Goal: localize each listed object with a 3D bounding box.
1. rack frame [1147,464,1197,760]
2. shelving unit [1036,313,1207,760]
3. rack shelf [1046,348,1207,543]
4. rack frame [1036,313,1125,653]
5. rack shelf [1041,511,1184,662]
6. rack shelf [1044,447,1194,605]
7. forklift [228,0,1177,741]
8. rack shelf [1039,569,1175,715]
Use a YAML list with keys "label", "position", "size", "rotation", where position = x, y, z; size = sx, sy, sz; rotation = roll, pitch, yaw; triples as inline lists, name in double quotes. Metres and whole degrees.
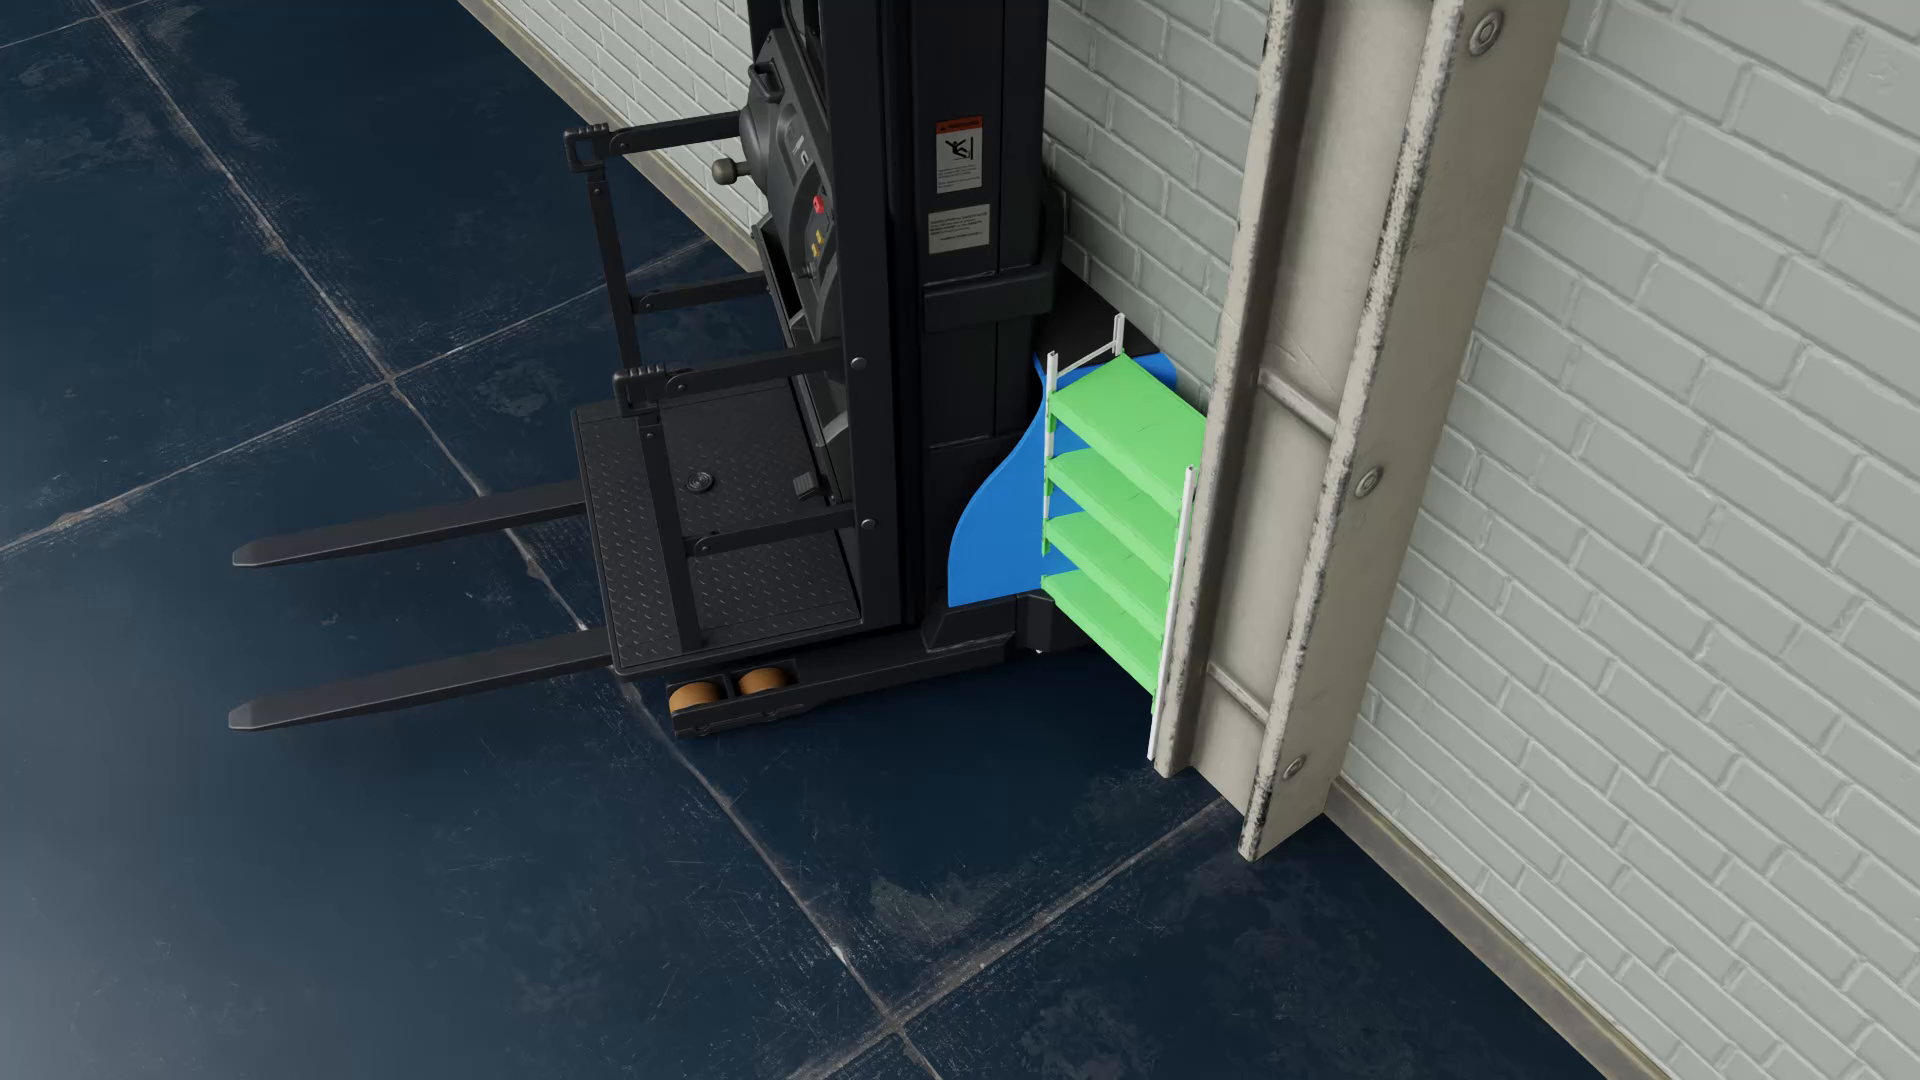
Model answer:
- label: "rack frame"
  position: [0.621, 0.175, 4.290]
  size: [0.240, 1.200, 0.015]
  rotation: [-31, 56, -23]
- label: "shelving unit"
  position: [0.469, 0.030, 4.415]
  size: [0.258, 1.200, 0.503]
  rotation: [-31, 56, -23]
- label: "rack shelf"
  position: [0.465, -0.241, 4.100]
  size: [0.258, 0.148, 0.480]
  rotation: [-31, 56, -23]
- label: "rack frame"
  position: [0.318, -0.114, 4.541]
  size: [0.240, 1.200, 0.015]
  rotation: [-31, 56, -23]
- label: "rack shelf"
  position: [0.470, 0.072, 4.464]
  size: [0.258, 0.148, 0.480]
  rotation: [-31, 56, -23]
- label: "rack shelf"
  position: [0.468, -0.084, 4.282]
  size: [0.258, 0.148, 0.480]
  rotation: [-31, 56, -23]
- label: "forklift"
  position: [-0.603, -0.861, 4.053]
  size: [3.031, 2.935, 1.130]
  rotation: [-12, 49, -10]
- label: "rack shelf"
  position: [0.473, 0.228, 4.646]
  size: [0.258, 0.148, 0.480]
  rotation: [-31, 56, -23]
